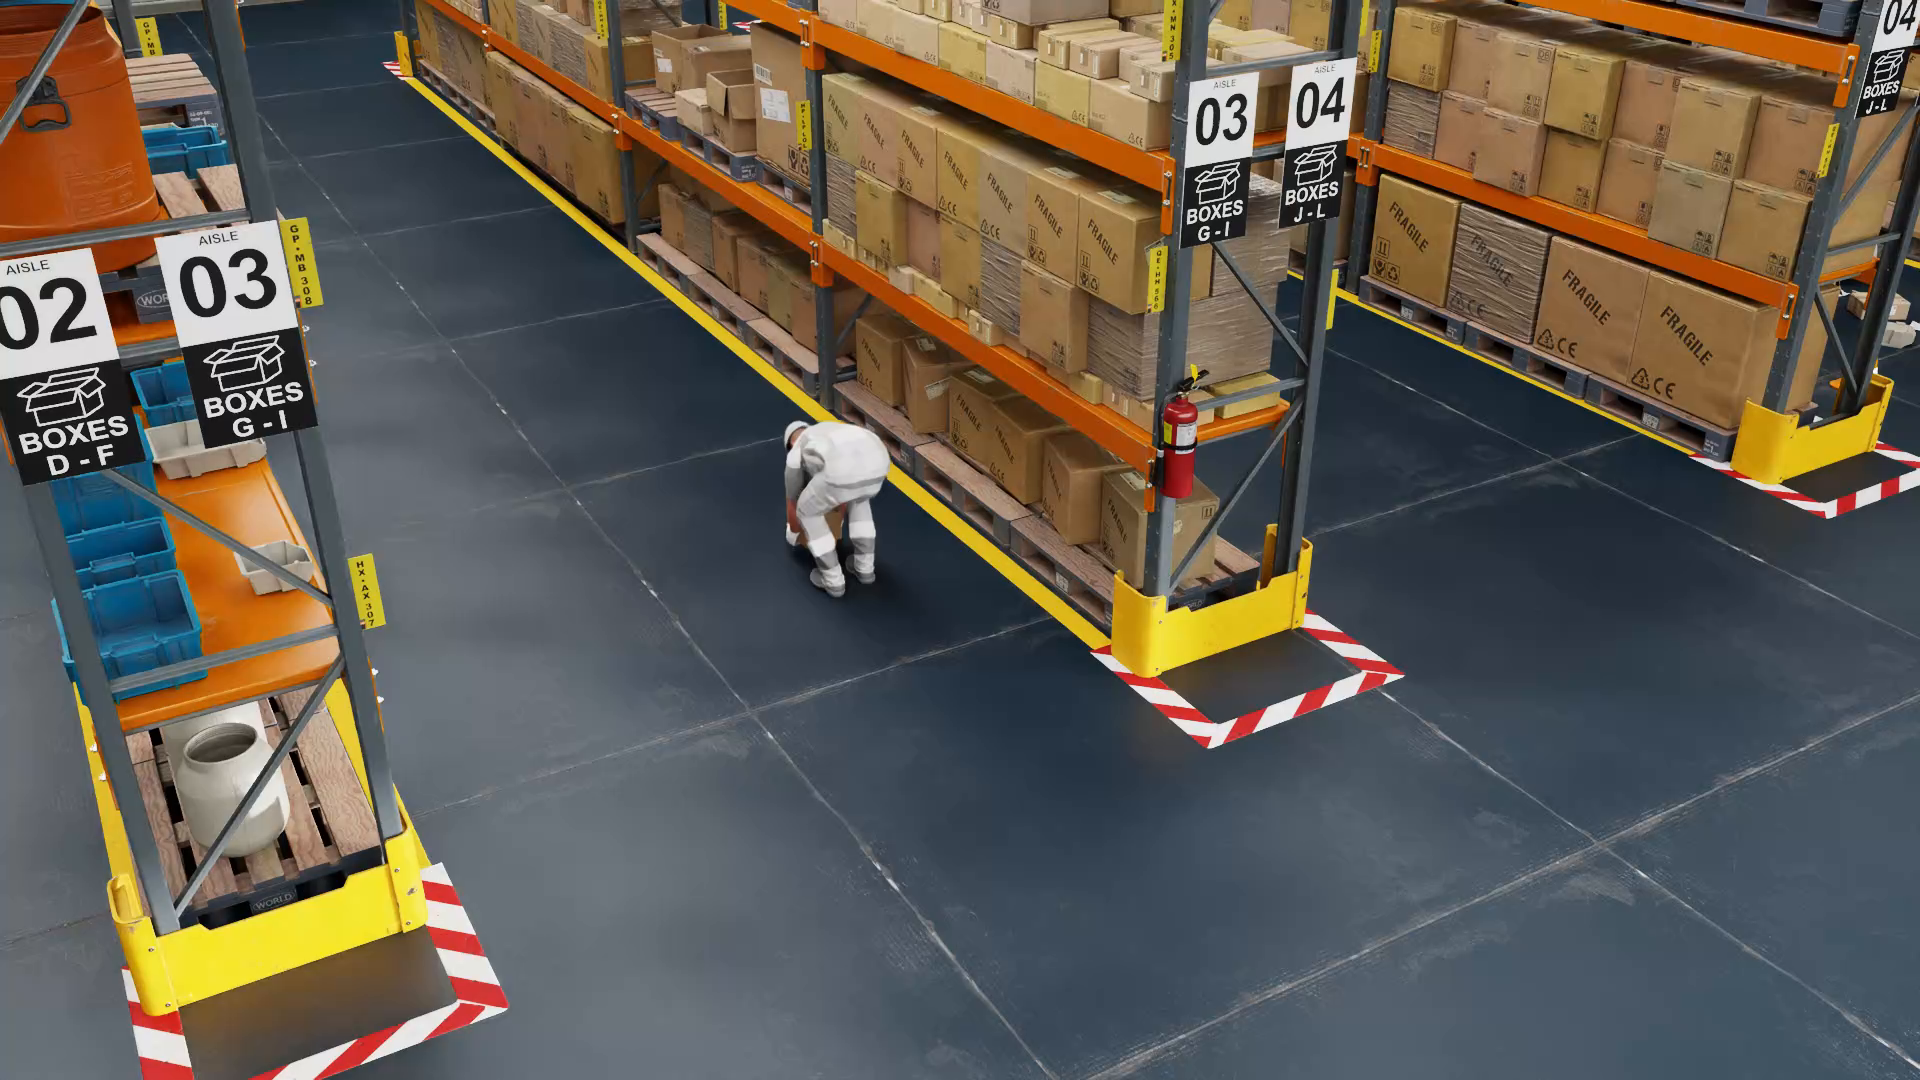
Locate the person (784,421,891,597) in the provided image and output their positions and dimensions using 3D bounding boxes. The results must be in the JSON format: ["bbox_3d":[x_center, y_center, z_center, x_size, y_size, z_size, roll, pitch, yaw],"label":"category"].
[{"bbox_3d":[-0.773,-0.265,9.828,0.522,1.010,0.952,-17,33,-29],"label":"person"}]
